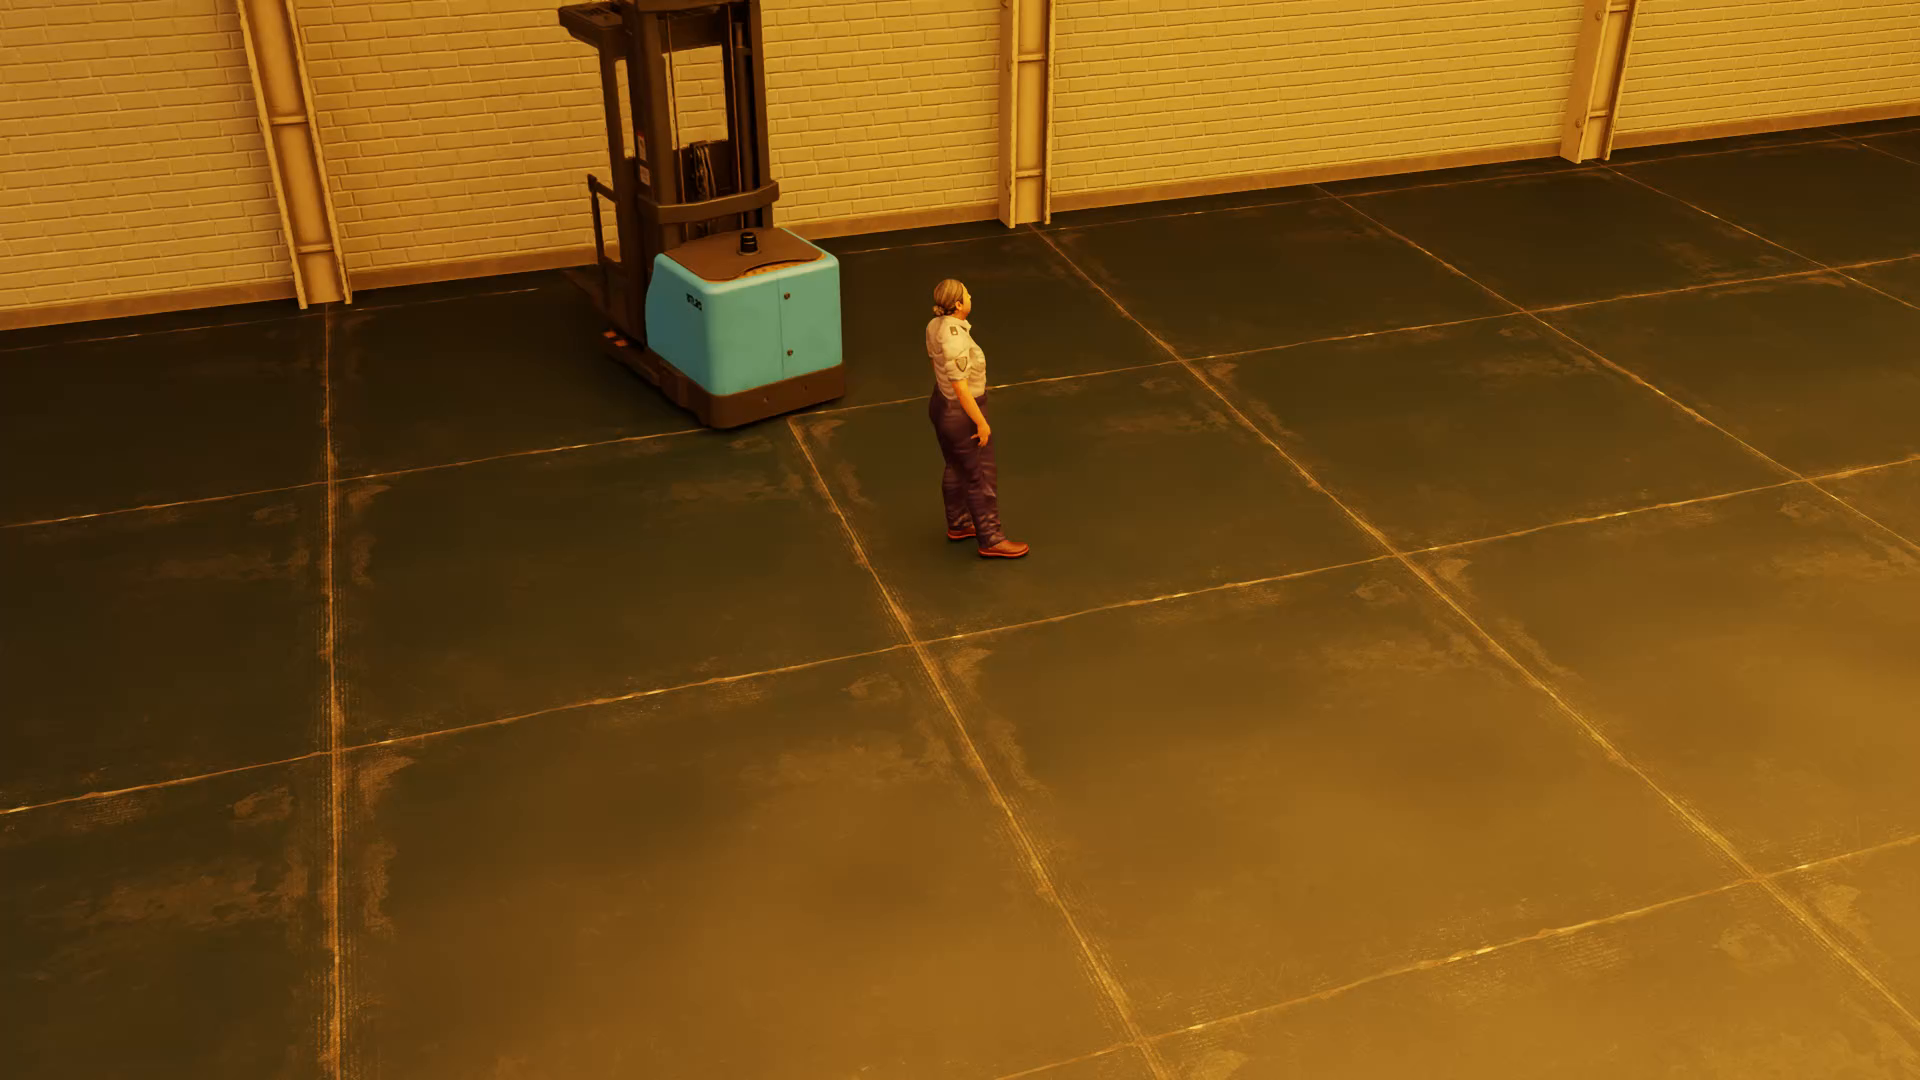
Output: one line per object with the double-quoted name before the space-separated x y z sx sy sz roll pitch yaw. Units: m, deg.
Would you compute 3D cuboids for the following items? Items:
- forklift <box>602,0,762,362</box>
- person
"forklift" -2.047 -2.706 11.791 1.121 2.935 3.031 -19 35 -30
"person" 0.092 -0.724 9.618 0.503 1.650 0.599 -10 31 -16
